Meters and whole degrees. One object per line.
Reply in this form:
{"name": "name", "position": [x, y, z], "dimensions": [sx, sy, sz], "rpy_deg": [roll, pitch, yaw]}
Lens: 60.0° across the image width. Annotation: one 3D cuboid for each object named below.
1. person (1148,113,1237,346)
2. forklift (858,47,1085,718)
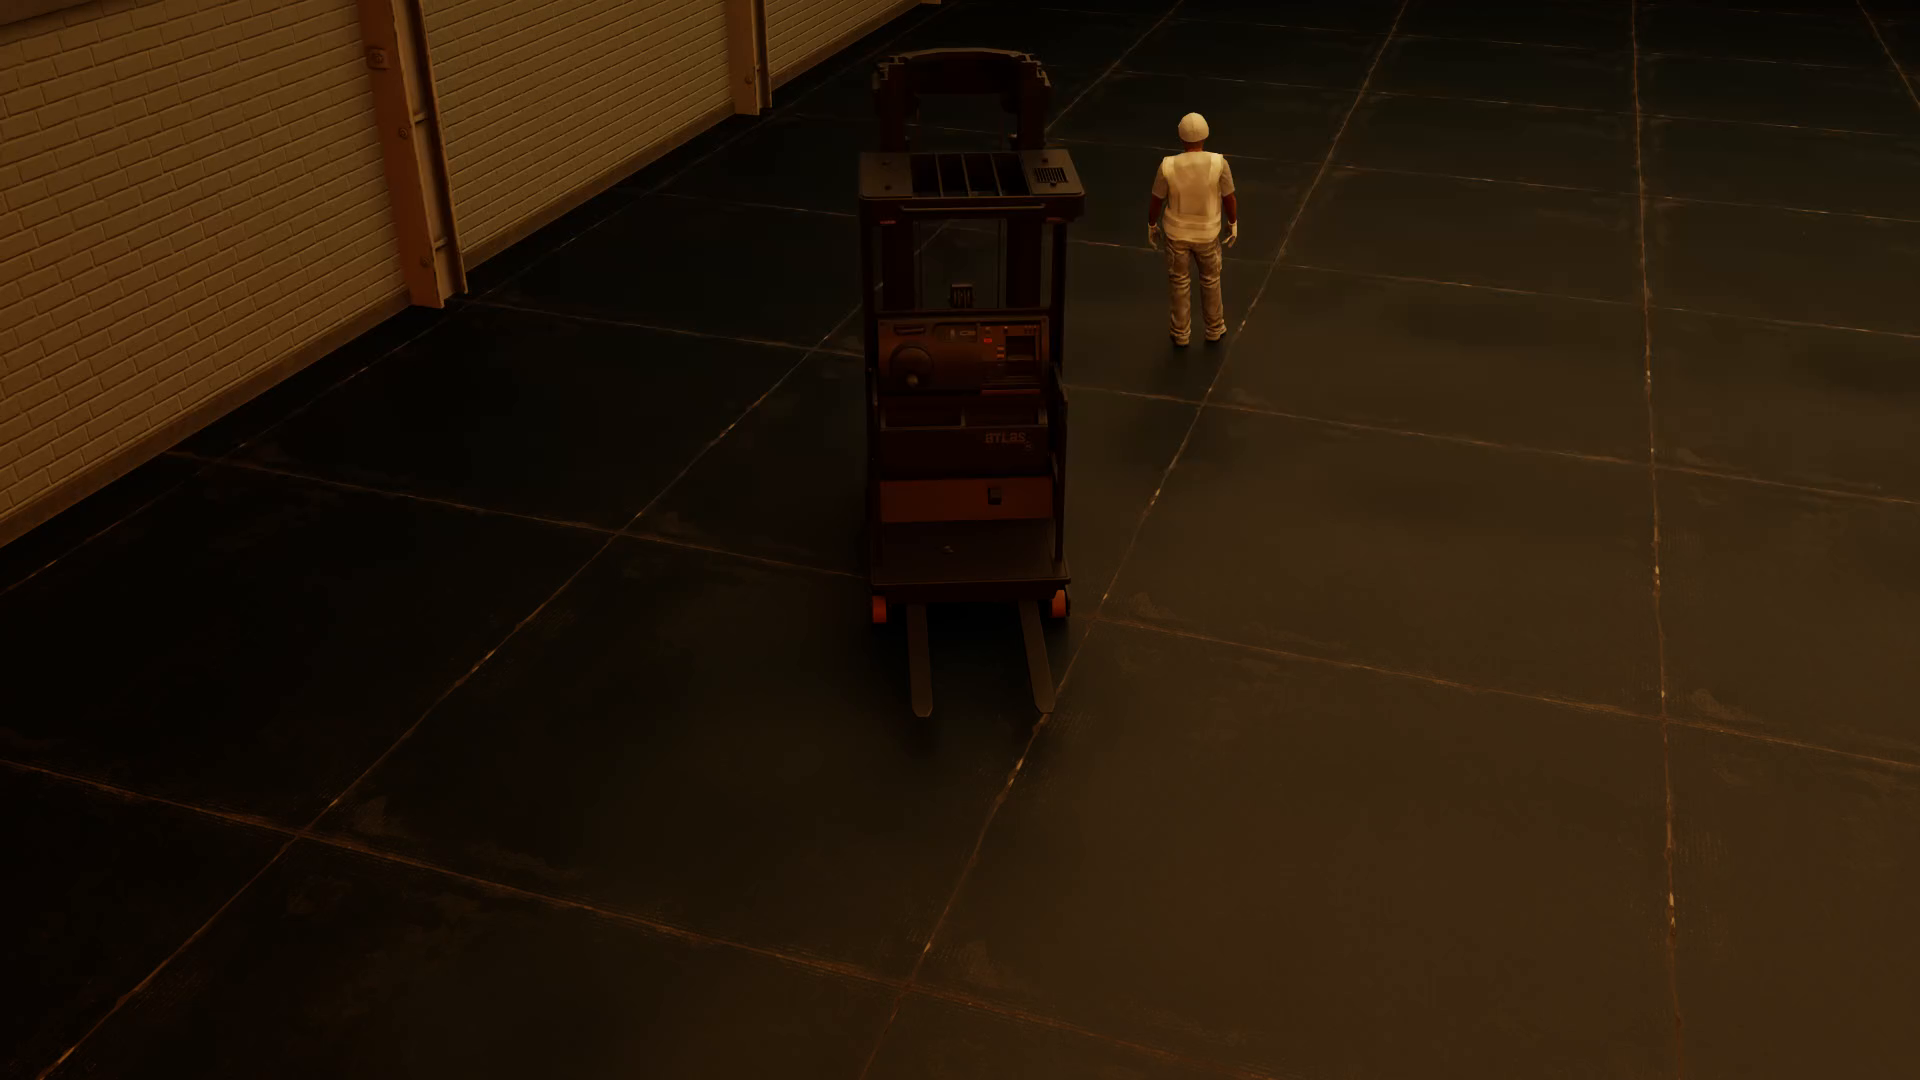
{"name": "person", "position": [1.724, -2.314, 12.341], "dimensions": [0.656, 1.782, 0.577], "rpy_deg": [4, 30, 7]}
{"name": "forklift", "position": [0.035, -0.972, 8.842], "dimensions": [1.130, 2.935, 3.031], "rpy_deg": [-2, 30, -3]}
